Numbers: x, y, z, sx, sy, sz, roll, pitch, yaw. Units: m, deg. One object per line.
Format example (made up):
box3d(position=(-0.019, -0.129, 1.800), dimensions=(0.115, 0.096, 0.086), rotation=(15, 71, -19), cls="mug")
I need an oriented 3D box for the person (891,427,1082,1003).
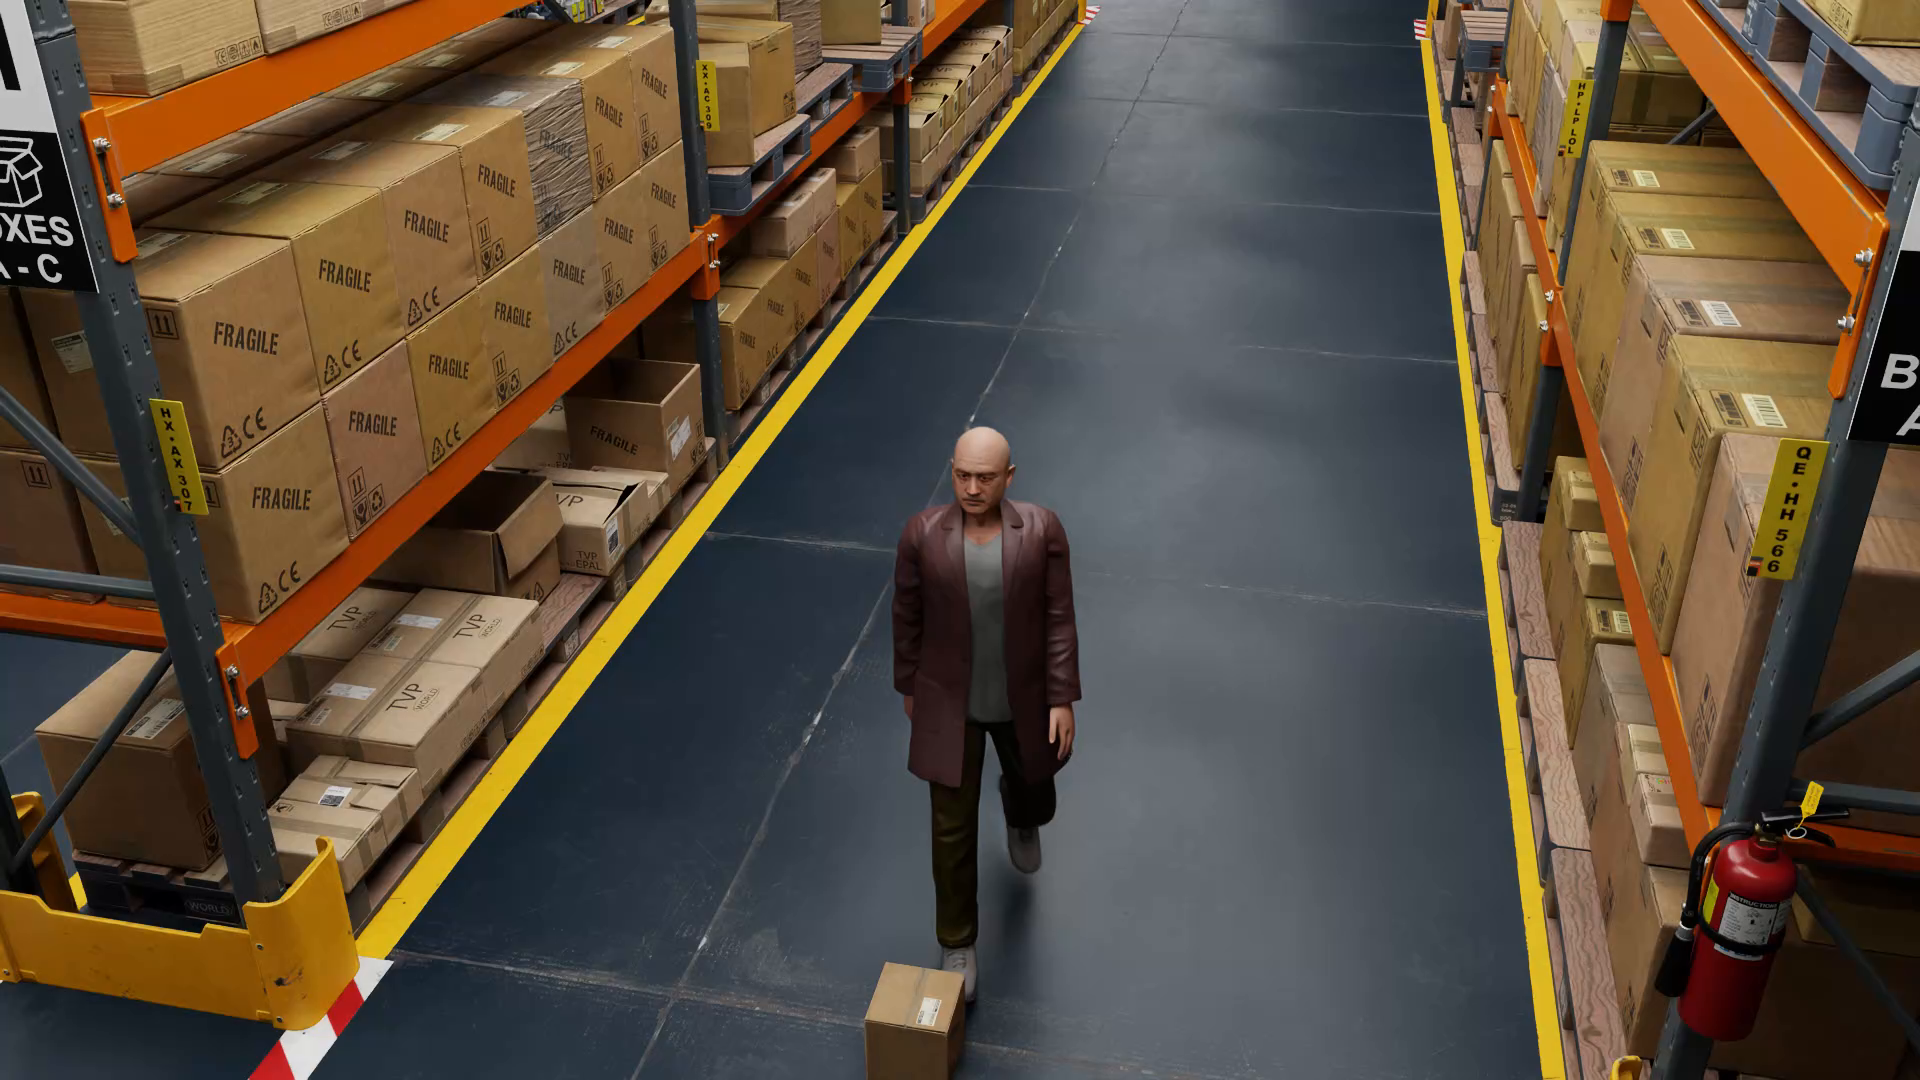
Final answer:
box3d(position=(0.084, 0.498, 5.203), dimensions=(0.581, 1.750, 0.918), rotation=(-2, 28, -3), cls="person")
